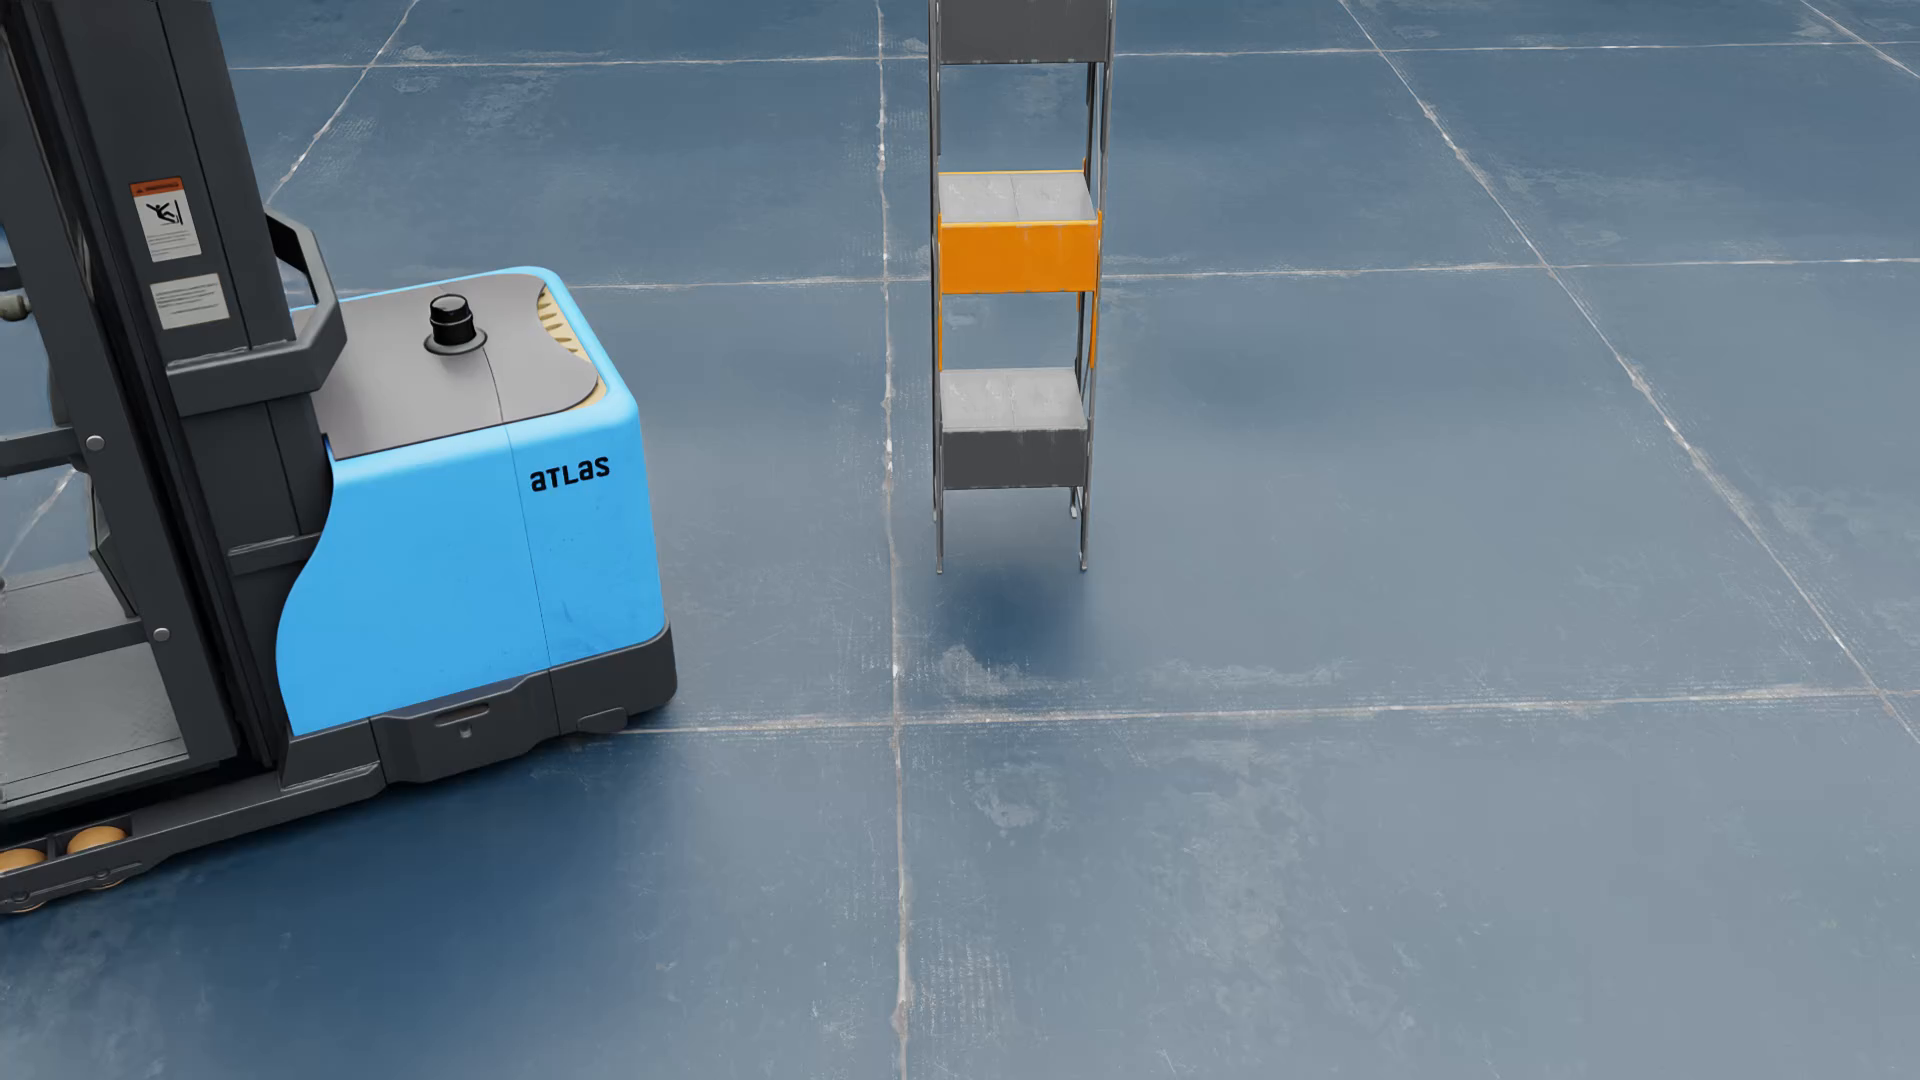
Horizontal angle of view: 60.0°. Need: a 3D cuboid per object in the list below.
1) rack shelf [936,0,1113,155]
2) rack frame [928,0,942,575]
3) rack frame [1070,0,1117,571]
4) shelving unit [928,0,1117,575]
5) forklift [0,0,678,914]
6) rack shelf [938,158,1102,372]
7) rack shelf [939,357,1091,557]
[{"bbox_3d":[0.165,-1.432,4.768,0.480,0.518,0.431,-2,35,-2],"label":"rack shelf"},{"bbox_3d":[-0.078,-0.861,5.149,0.015,2.100,0.400,-2,35,-2],"label":"rack frame"},{"bbox_3d":[0.409,-0.874,5.168,0.015,2.100,0.400,-2,35,-2],"label":"rack frame"},{"bbox_3d":[0.165,-0.868,5.159,0.503,2.100,0.431,-2,35,-2],"label":"shelving unit"},{"bbox_3d":[-2.406,-0.577,4.008,3.031,2.935,1.130,-15,37,-20],"label":"forklift"},{"bbox_3d":[0.165,-0.857,5.167,0.480,0.518,0.431,-2,35,-2],"label":"rack shelf"},{"bbox_3d":[0.165,-0.281,5.565,0.480,0.518,0.431,-2,35,-2],"label":"rack shelf"}]
